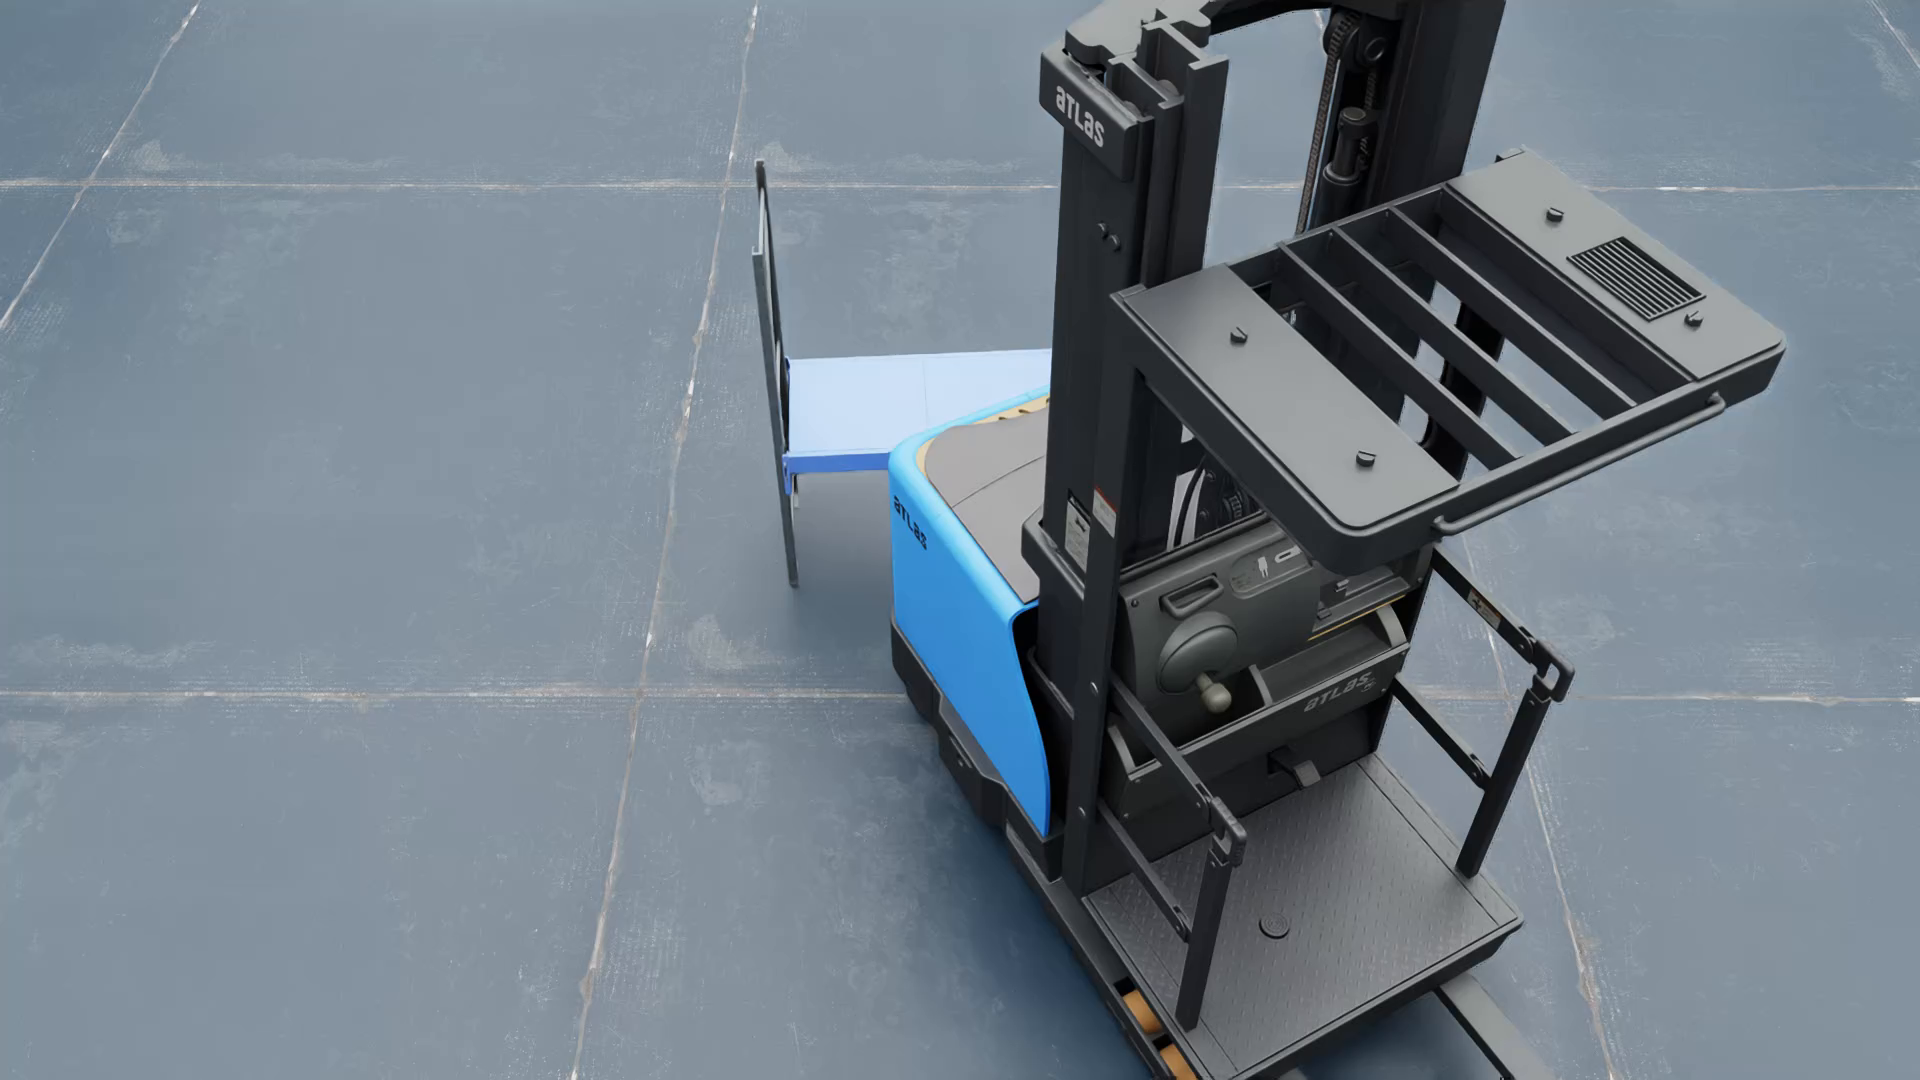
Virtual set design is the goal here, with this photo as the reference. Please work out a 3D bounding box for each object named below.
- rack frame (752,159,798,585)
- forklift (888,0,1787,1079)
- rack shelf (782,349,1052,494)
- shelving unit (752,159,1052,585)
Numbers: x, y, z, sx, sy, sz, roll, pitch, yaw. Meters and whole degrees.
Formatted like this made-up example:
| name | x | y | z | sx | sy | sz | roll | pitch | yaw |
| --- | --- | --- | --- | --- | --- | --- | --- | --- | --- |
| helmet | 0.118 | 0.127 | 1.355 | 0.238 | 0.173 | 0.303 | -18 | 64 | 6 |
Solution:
| name | x | y | z | sx | sy | sz | roll | pitch | yaw |
| --- | --- | --- | --- | --- | --- | --- | --- | --- | --- |
| rack frame | -0.626 | -0.530 | 5.718 | 0.032 | 1.500 | 0.500 | -3 | 47 | -3 |
| forklift | 0.919 | 0.216 | 4.046 | 1.130 | 2.935 | 3.031 | -22 | 51 | -19 |
| rack shelf | -0.119 | -0.431 | 5.873 | 1.000 | 0.185 | 0.538 | -3 | 47 | -3 |
| shelving unit | -0.119 | -0.554 | 5.741 | 1.048 | 1.500 | 0.538 | -3 | 47 | -3 |
